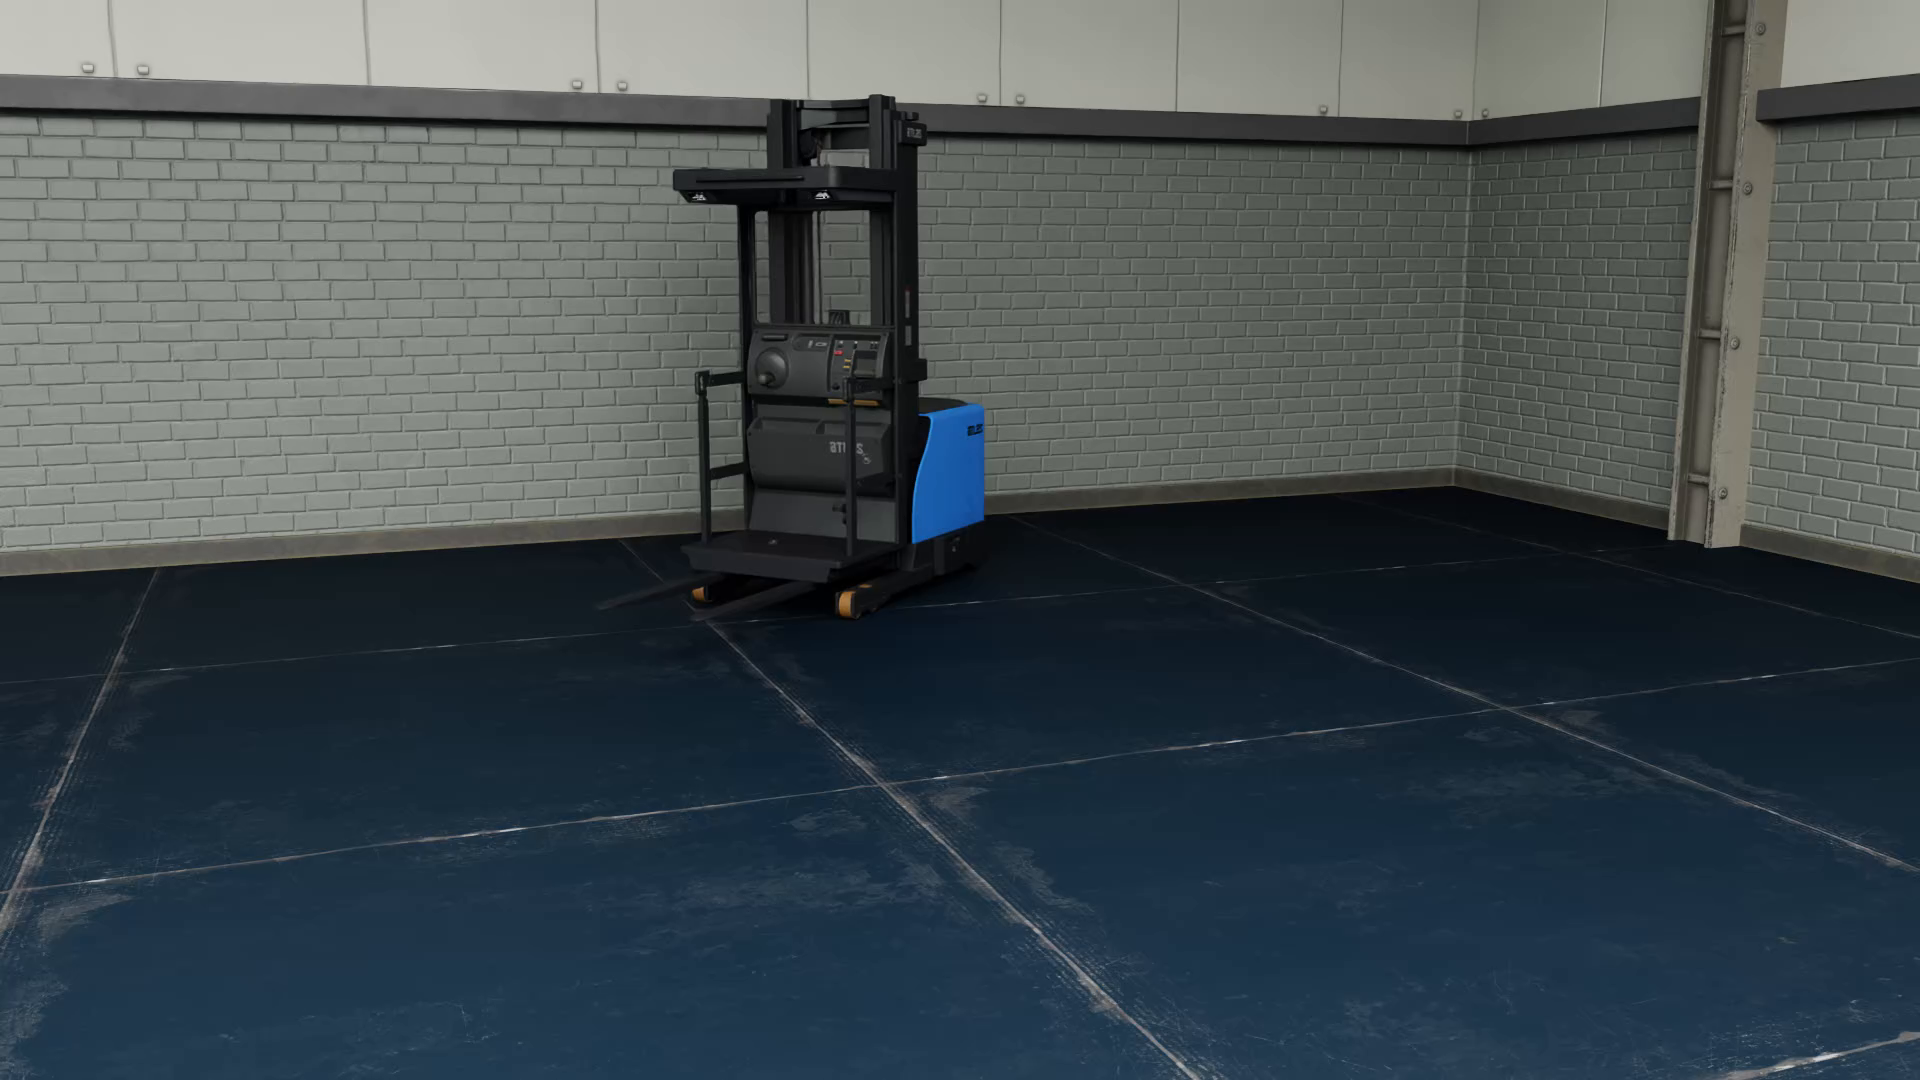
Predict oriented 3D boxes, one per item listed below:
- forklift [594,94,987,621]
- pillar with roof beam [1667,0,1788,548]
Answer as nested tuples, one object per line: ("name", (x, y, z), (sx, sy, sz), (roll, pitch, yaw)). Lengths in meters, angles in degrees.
("forklift", (-0.936, -1.083, 9.638), (1.130, 2.935, 3.031), (5, 11, 26))
("pillar with roof beam", (1.287, -4.142, 9.512), (9.100, 9.000, 0.400), (-4, 11, -21))
